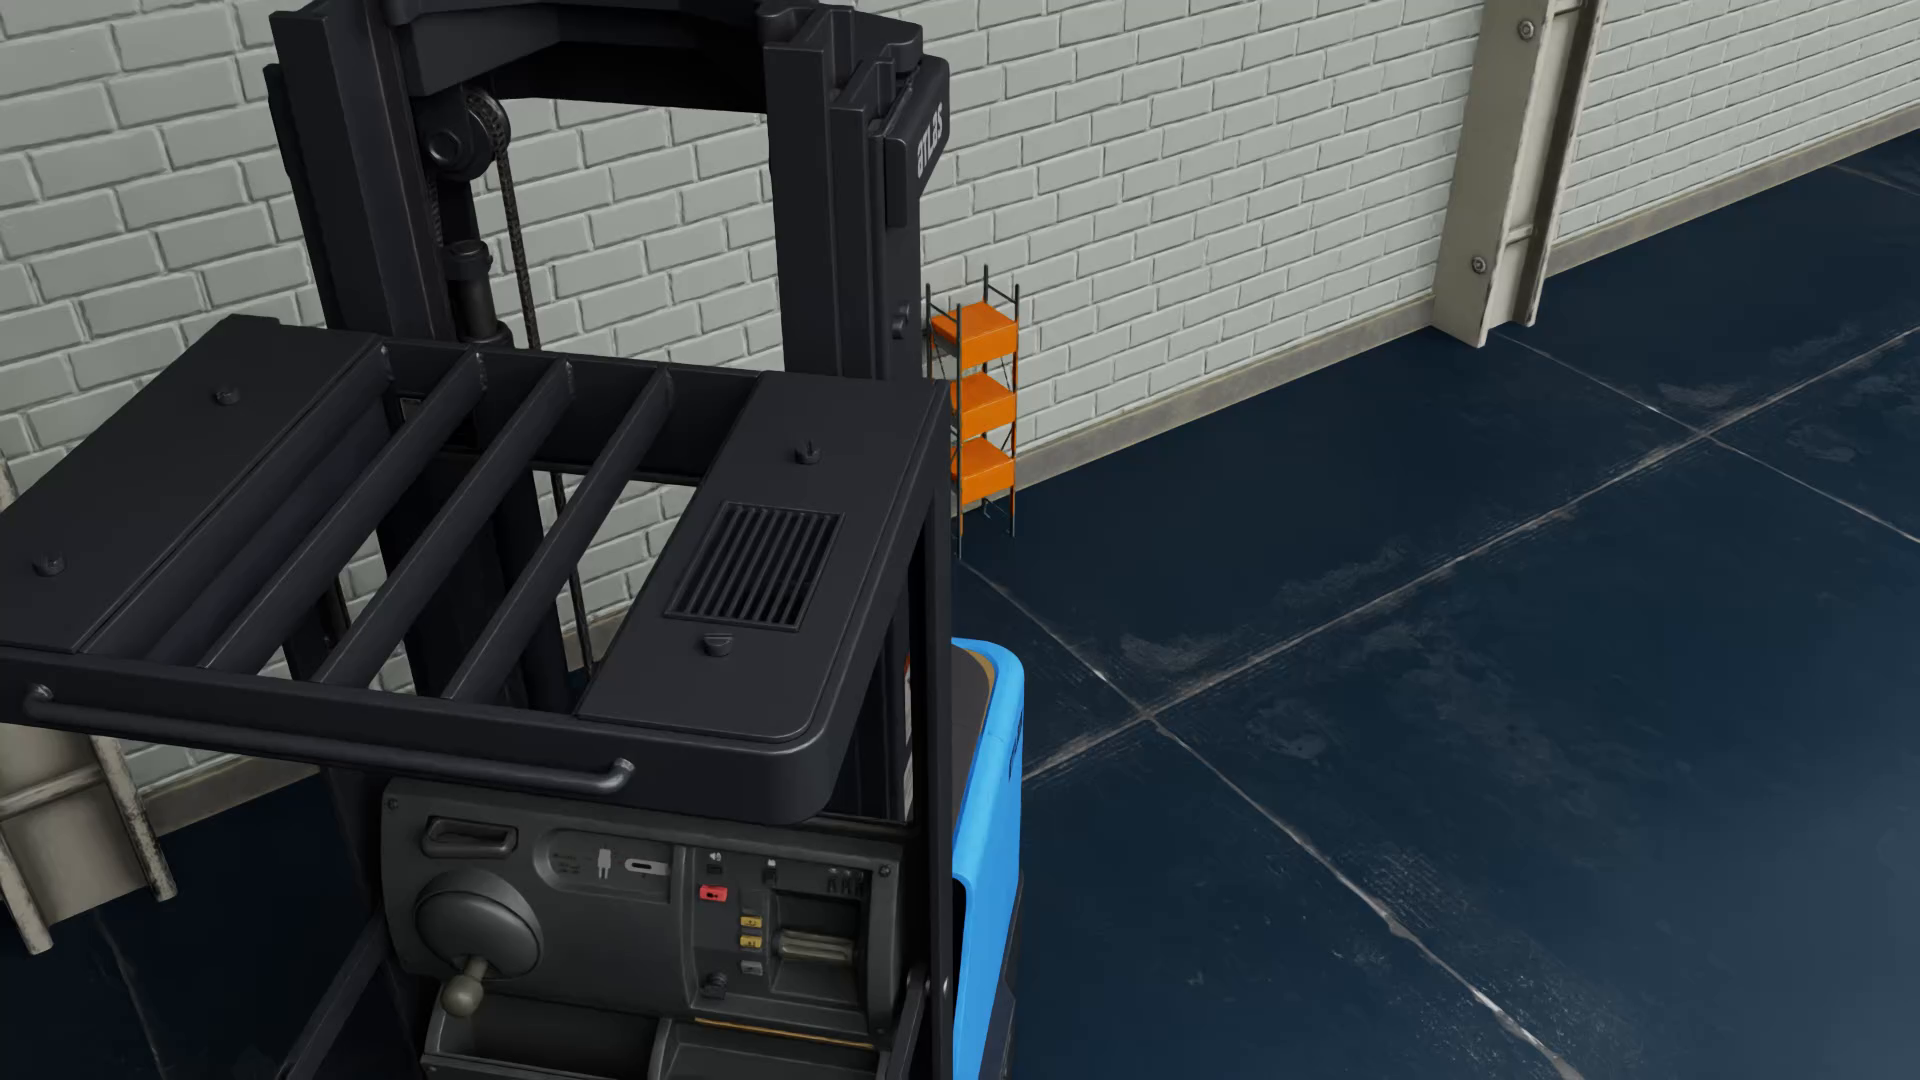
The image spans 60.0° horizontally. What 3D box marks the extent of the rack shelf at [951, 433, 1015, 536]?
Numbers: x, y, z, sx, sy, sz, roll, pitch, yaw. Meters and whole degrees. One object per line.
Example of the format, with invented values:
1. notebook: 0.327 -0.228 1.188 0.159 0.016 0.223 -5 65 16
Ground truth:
1. rack shelf: 0.044 -0.210 6.137 0.240 0.259 0.215 -22 41 -28

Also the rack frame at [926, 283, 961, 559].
1. rack frame: -0.056 -0.403 5.911 0.008 1.050 0.200 -22 41 -28

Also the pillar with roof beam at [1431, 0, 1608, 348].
1. pillar with roof beam: 4.868 -2.596 2.153 0.400 9.000 9.100 -22 41 -28

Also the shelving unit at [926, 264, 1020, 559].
1. shelving unit: 0.044 -0.444 5.968 0.252 1.050 0.215 -22 41 -28

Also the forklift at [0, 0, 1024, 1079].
1. forklift: -0.600 0.731 2.724 1.130 2.935 3.031 6 36 8

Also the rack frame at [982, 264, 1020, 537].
1. rack frame: 0.143 -0.485 6.026 0.008 1.050 0.200 -22 41 -28

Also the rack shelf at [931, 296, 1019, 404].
1. rack shelf: 0.044 -0.666 5.809 0.240 0.259 0.215 -22 41 -28

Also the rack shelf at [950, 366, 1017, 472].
1. rack shelf: 0.044 -0.436 5.975 0.240 0.259 0.215 -22 41 -28
